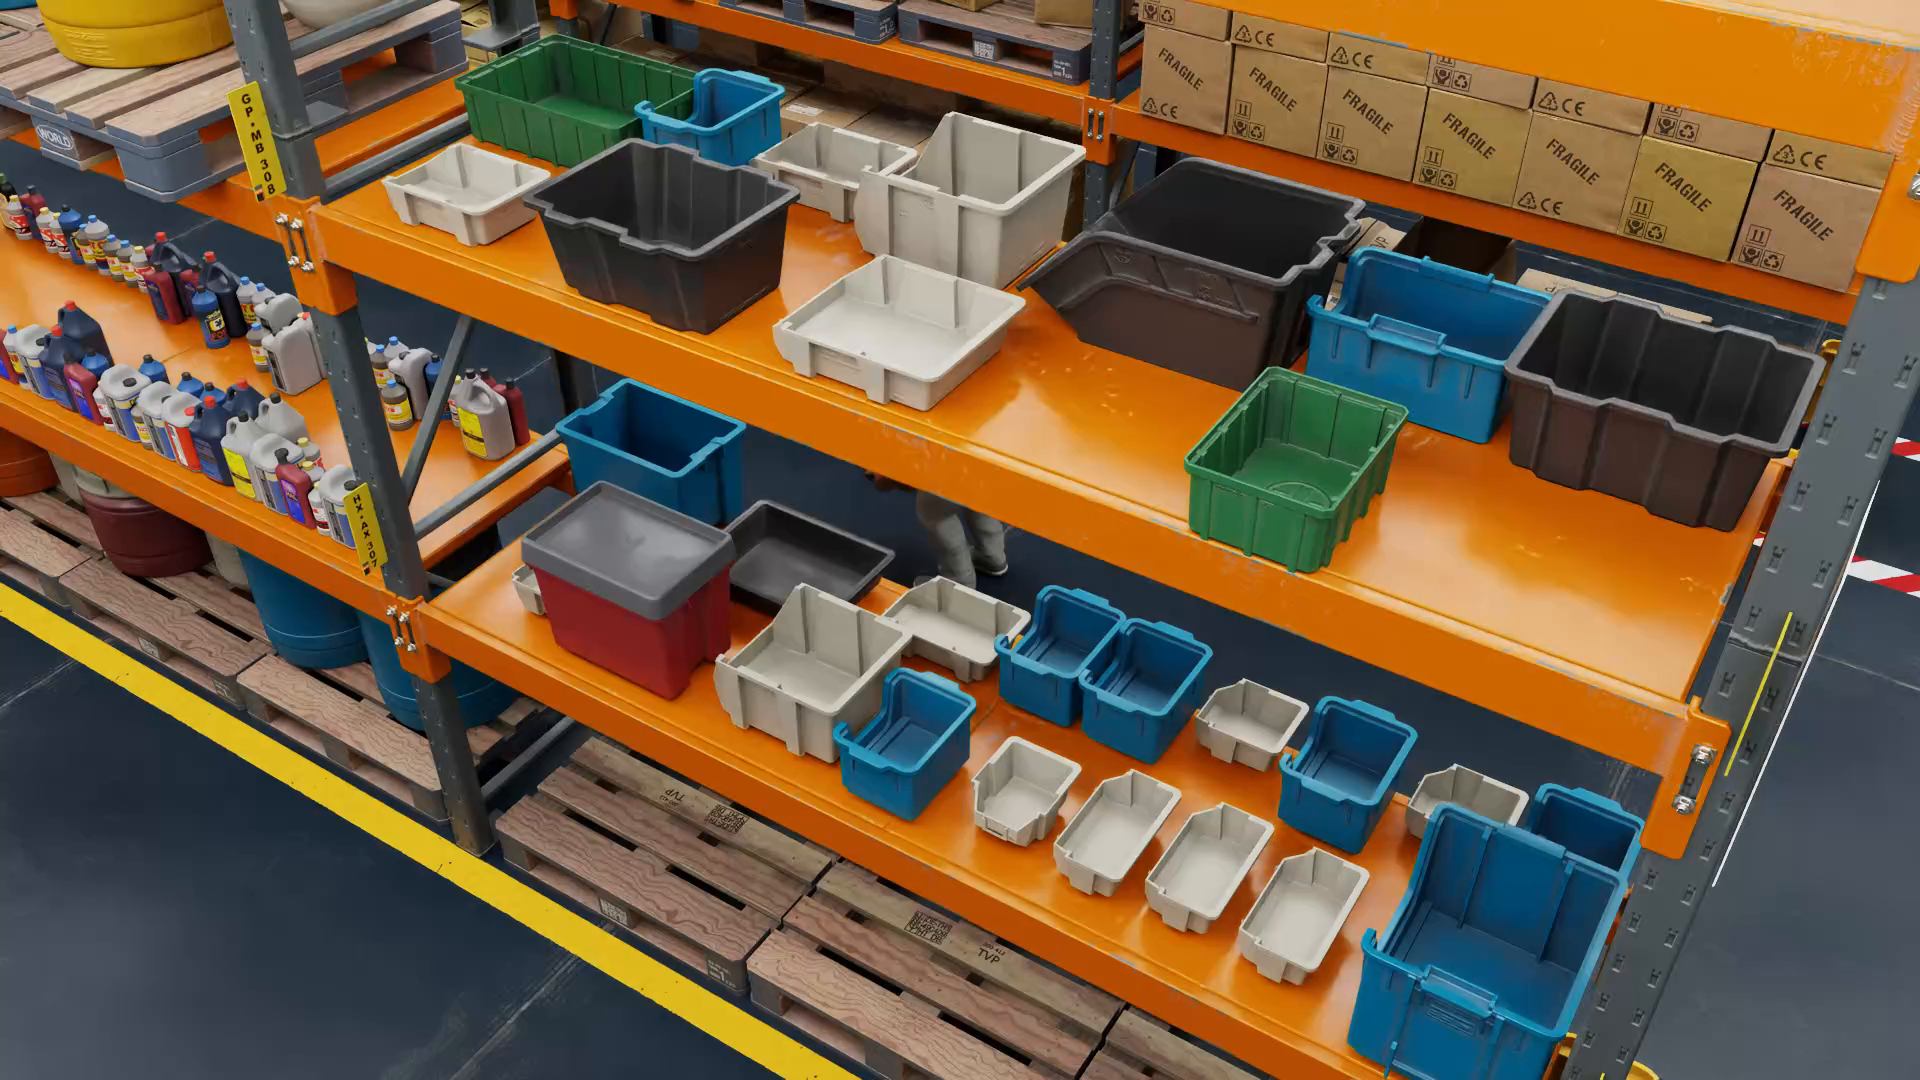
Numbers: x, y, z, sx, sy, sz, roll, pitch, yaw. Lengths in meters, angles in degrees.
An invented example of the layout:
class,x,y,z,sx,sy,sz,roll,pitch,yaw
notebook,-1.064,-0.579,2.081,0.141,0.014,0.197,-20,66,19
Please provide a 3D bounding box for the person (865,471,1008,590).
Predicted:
class,x,y,z,sx,sy,sz,roll,pitch,yaw
person,-0.175,-0.429,7.500,0.964,1.412,0.482,20,43,24
